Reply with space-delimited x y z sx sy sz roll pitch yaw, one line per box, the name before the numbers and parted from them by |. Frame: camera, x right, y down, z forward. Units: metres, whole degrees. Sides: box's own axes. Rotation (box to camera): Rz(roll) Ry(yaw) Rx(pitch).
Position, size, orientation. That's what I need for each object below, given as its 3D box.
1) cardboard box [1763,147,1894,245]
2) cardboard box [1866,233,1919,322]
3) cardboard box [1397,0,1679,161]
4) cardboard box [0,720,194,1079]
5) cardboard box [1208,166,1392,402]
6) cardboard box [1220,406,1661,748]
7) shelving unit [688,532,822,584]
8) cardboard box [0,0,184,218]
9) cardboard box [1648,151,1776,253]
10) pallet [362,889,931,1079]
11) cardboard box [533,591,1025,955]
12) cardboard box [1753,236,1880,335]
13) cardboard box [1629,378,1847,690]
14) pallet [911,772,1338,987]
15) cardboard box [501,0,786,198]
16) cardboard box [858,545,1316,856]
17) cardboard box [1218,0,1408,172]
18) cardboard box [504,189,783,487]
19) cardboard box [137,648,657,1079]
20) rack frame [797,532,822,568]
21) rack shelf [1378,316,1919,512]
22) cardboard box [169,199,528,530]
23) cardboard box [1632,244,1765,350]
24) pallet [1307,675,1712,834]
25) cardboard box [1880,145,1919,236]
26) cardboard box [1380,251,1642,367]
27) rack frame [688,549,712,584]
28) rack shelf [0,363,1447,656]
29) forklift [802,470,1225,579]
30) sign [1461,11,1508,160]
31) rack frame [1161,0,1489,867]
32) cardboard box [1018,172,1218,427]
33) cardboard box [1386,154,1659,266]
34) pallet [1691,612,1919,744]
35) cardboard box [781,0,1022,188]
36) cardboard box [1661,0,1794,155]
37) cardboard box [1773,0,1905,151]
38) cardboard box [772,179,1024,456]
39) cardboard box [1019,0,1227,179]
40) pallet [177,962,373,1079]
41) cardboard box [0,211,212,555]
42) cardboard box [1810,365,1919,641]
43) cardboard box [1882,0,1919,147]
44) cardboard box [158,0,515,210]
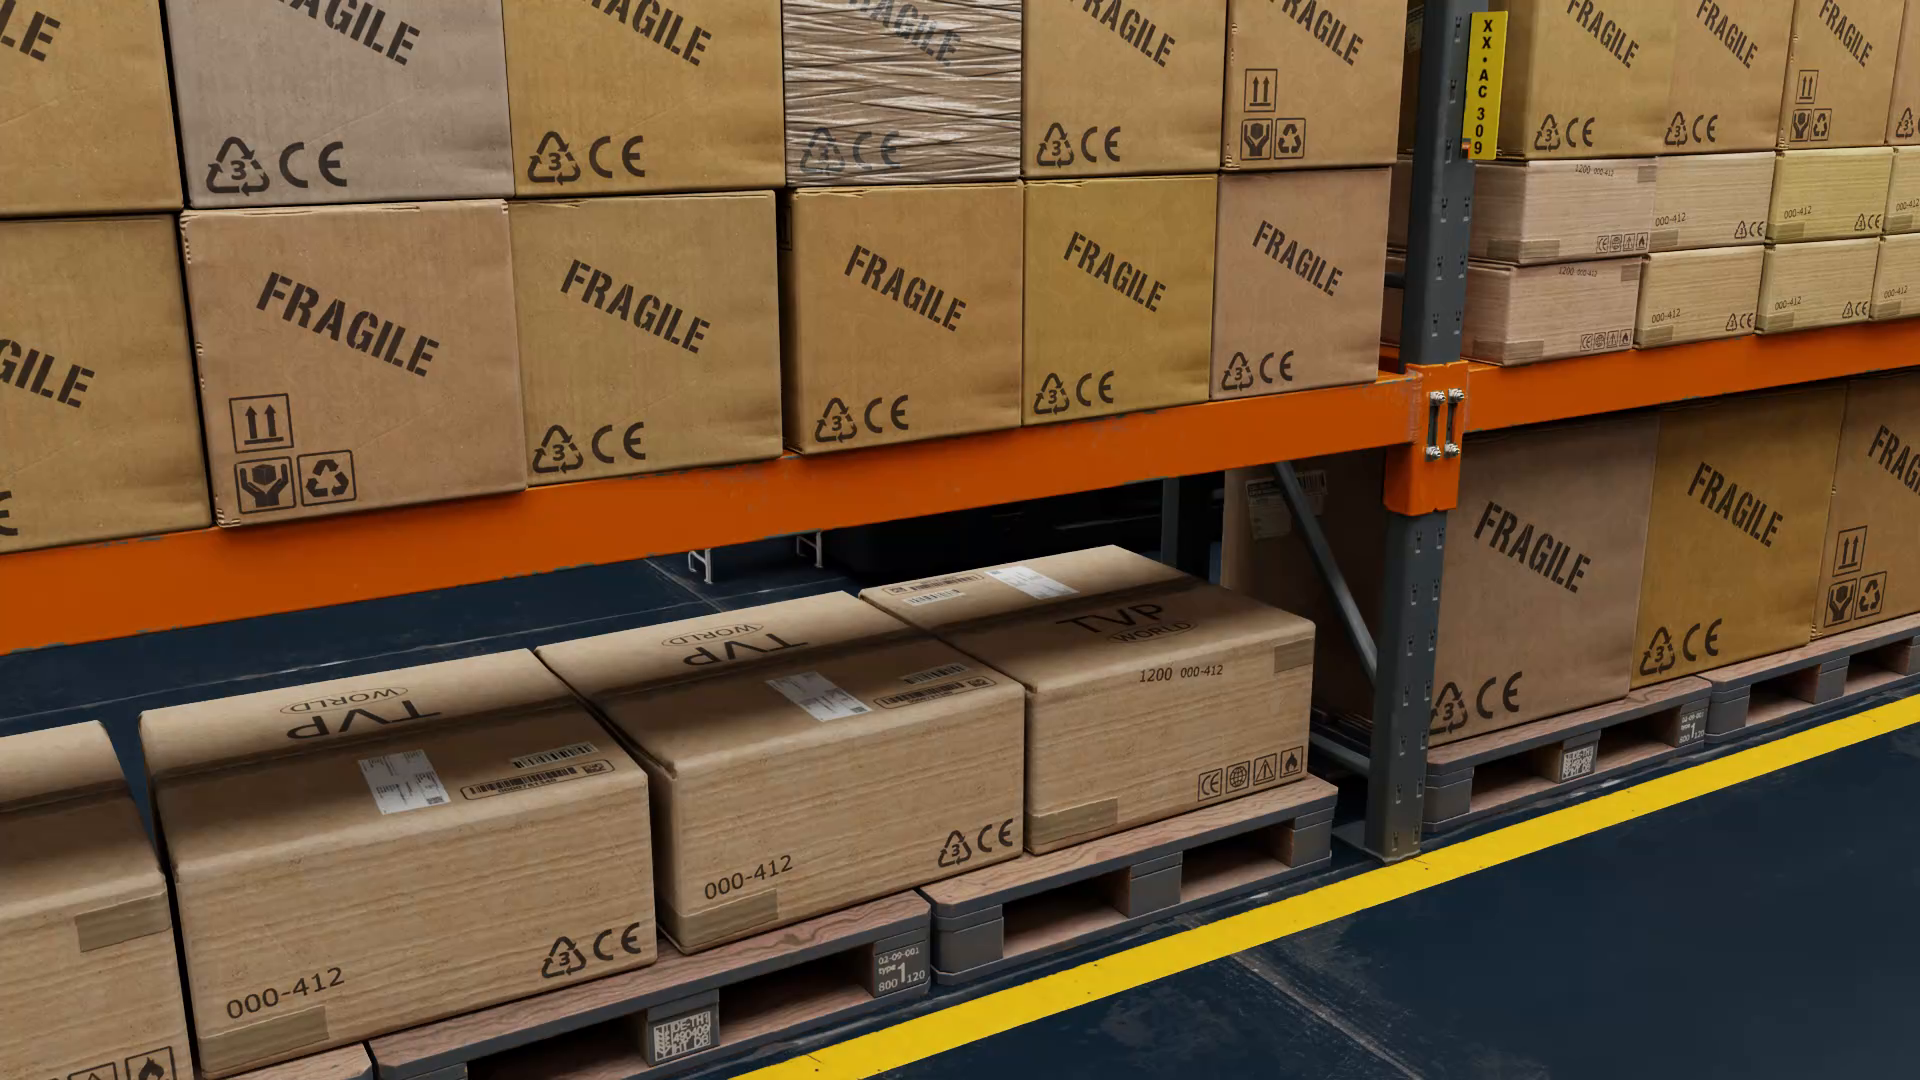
cardboard box | 2.313 -1.019 4.840 0.500 0.250 0.500 -9 18 -29
cardboard box | 2.749 -0.847 5.152 0.500 0.250 0.500 -10 18 -31
cardboard box | 1.437 -1.236 4.224 0.500 0.500 0.500 -9 18 -29
cardboard box | -2.002 0.761 3.107 0.875 0.438 0.875 -10 18 -32
cardboard box | 0.646 -0.636 3.937 0.500 0.500 0.500 -9 18 -29
cardboard box | 1.402 0.004 4.995 0.875 0.875 0.875 -9 18 -28
shelving unit | -0.858 -0.457 6.816 0.503 1.200 0.258 -8 18 -27
cardboard box | -1.519 -0.760 2.525 0.500 0.500 0.500 -10 18 -31
cardboard box | 1.867 -0.955 4.612 0.500 0.250 0.500 -9 18 -29
pallet | -0.827 0.889 3.847 1.213 0.211 1.003 -9 18 -30
cardboard box | -0.448 0.507 4.014 0.875 0.438 0.875 -10 18 -31
cardboard box | 2.316 -0.780 4.911 0.500 0.250 0.500 -9 18 -30
cardboard box | 2.173 -0.123 5.450 0.875 0.875 0.875 -9 18 -28
pallet | 0.220 0.718 4.456 1.213 0.211 1.003 -9 18 -30
cardboard box | -0.655 -0.903 3.035 0.500 0.500 0.500 -9 18 -29
cardboard box | 0.319 0.382 4.458 0.875 0.438 0.875 -10 18 -31
cardboard box | 0.650 -1.112 3.781 0.500 0.500 0.500 -9 18 -30
cardboard box | -0.672 -0.421 3.169 0.500 0.500 0.500 -9 18 -28
cardboard box | -1.222 0.632 3.568 0.875 0.438 0.875 -9 18 -28
rack frame | -0.642 -0.487 6.926 0.015 1.200 0.240 -8 18 -27
rack shelf | 2.627 -0.643 5.481 4.000 0.370 1.077 -9 18 -30
cardboard box | -1.093 -0.348 2.907 0.500 0.500 0.500 -9 18 -30
cardboard box | 1.868 -0.712 4.670 0.500 0.250 0.500 -10 18 -31
pallet | 1.535 0.506 5.213 1.213 0.211 1.003 -9 18 -30
cardboard box | 2.746 -1.090 5.093 0.500 0.250 0.500 -10 18 -31
cardboard box | 1.425 -0.640 4.412 0.500 0.250 0.500 -10 18 -31
rack frame | -1.074 -0.426 6.707 0.015 1.200 0.240 -8 18 -27
rack shelf | -0.802 -0.087 3.497 4.000 0.370 1.077 -9 18 -30
forklift | 0.714 -1.512 7.375 3.031 2.935 1.130 -8 18 -27
sign | 1.199 -1.039 3.807 0.005 0.325 0.100 -9 18 -30
rack frame | 0.912 -0.712 4.392 0.127 3.000 1.000 -9 18 -30
cardboard box | 0.208 -0.564 3.678 0.500 0.500 0.500 -10 18 -31
cardboard box | 1.435 -0.876 4.330 0.500 0.250 0.500 -10 18 -31
pallet | 2.582 0.335 5.822 1.213 0.211 1.003 -9 18 -30
cardboard box | -0.221 -0.970 3.276 0.500 0.500 0.500 -9 18 -29
cardboard box | 1.859 -1.313 4.499 0.500 0.500 0.500 -9 18 -30
cardboard box | 2.291 -1.382 4.746 0.500 0.500 0.500 -10 18 -31
cardboard box | -0.215 -0.490 3.416 0.500 0.500 0.500 -10 18 -31
cardboard box | 0.211 -1.043 3.537 0.500 0.500 0.500 -10 18 -31
pallet | -1.871 1.058 3.246 1.213 0.211 1.003 -9 18 -30
cardboard box | -1.538 -0.281 2.670 0.500 0.500 0.500 -10 18 -31
cardboard box | 2.939 -0.247 5.893 0.875 0.875 0.875 -9 18 -29
cardboard box | 2.730 -1.456 5.008 0.500 0.500 0.500 -10 18 -31
cardboard box | -1.082 -0.833 2.786 0.500 0.500 0.500 -9 18 -30
